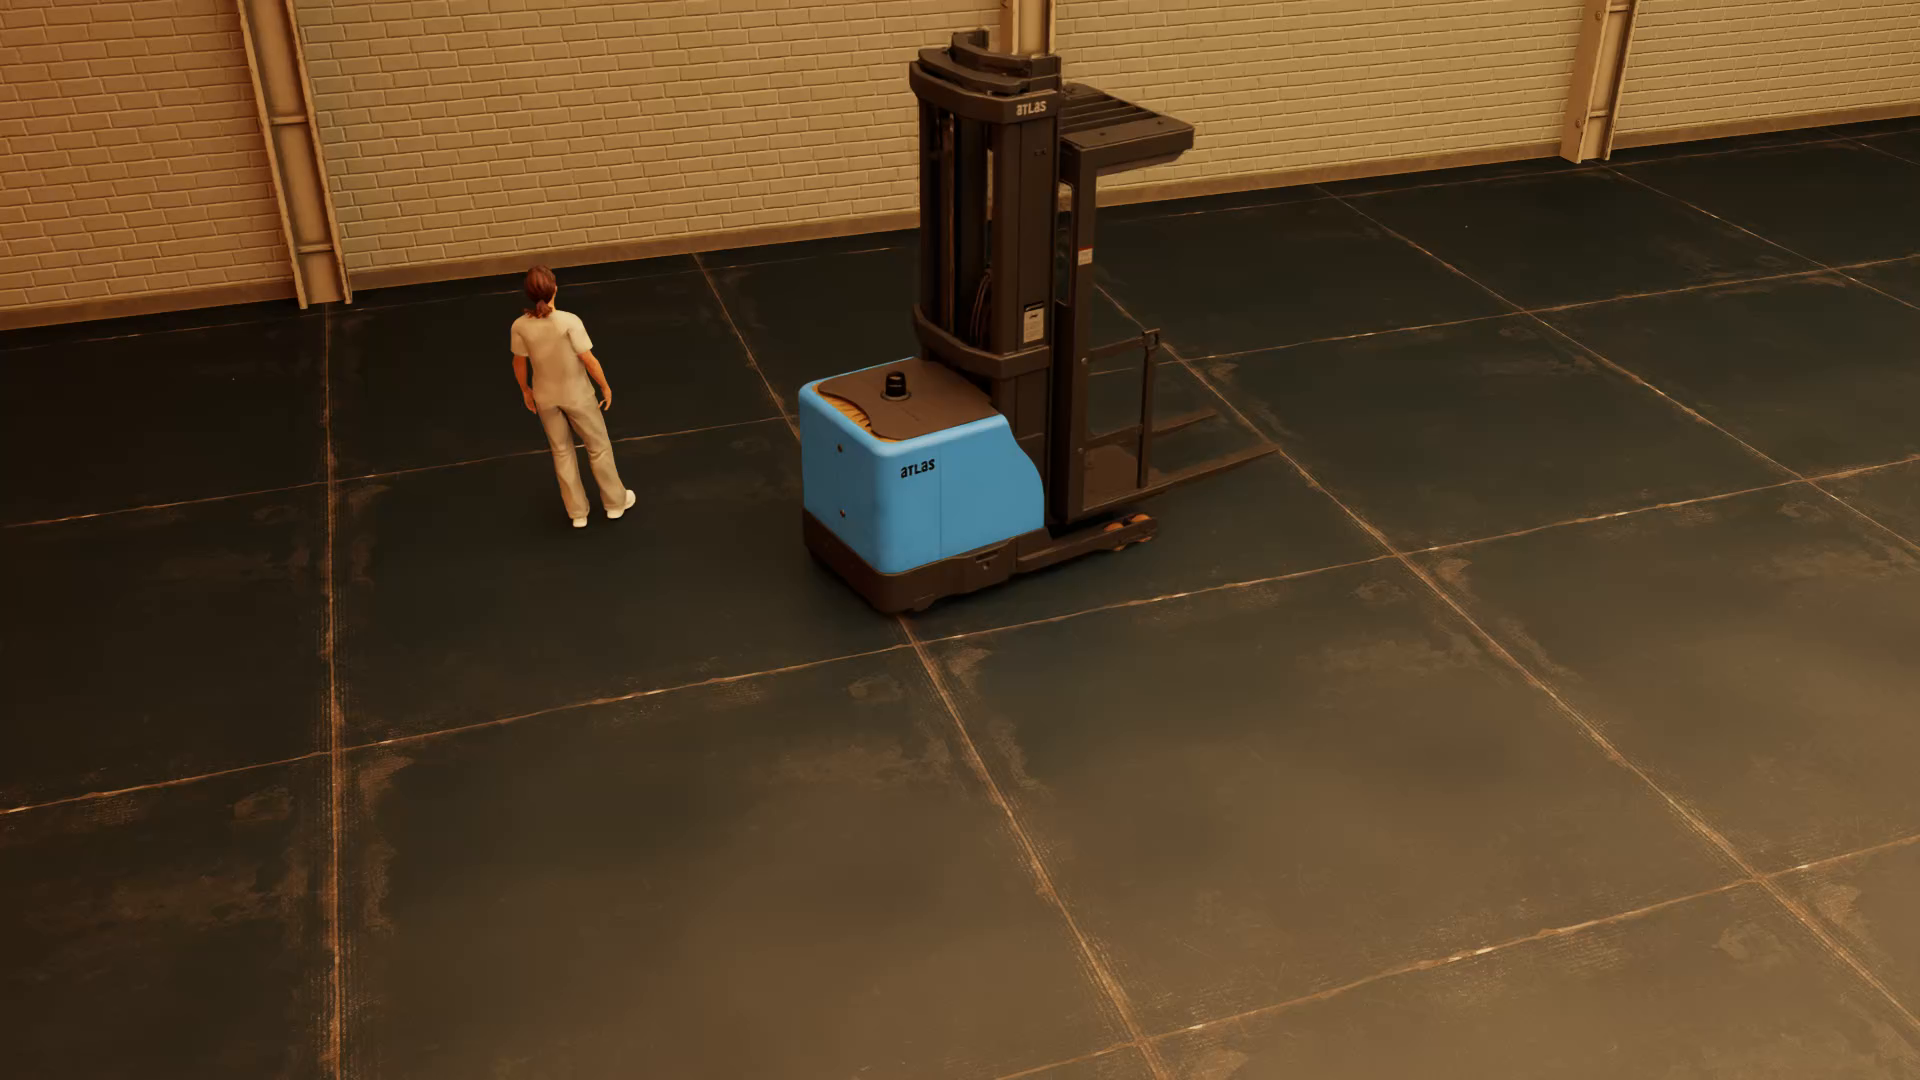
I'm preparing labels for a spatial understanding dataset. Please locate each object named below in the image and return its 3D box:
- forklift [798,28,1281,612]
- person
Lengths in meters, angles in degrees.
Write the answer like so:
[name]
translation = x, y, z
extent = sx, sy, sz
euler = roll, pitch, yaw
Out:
[forklift]
translation = 0.592, -1.410, 9.538
extent = 3.031, 2.935, 1.130
euler = -17, 34, -27
[person]
translation = -2.319, -0.867, 9.841
extent = 0.543, 1.675, 0.550
euler = 2, 30, 4
